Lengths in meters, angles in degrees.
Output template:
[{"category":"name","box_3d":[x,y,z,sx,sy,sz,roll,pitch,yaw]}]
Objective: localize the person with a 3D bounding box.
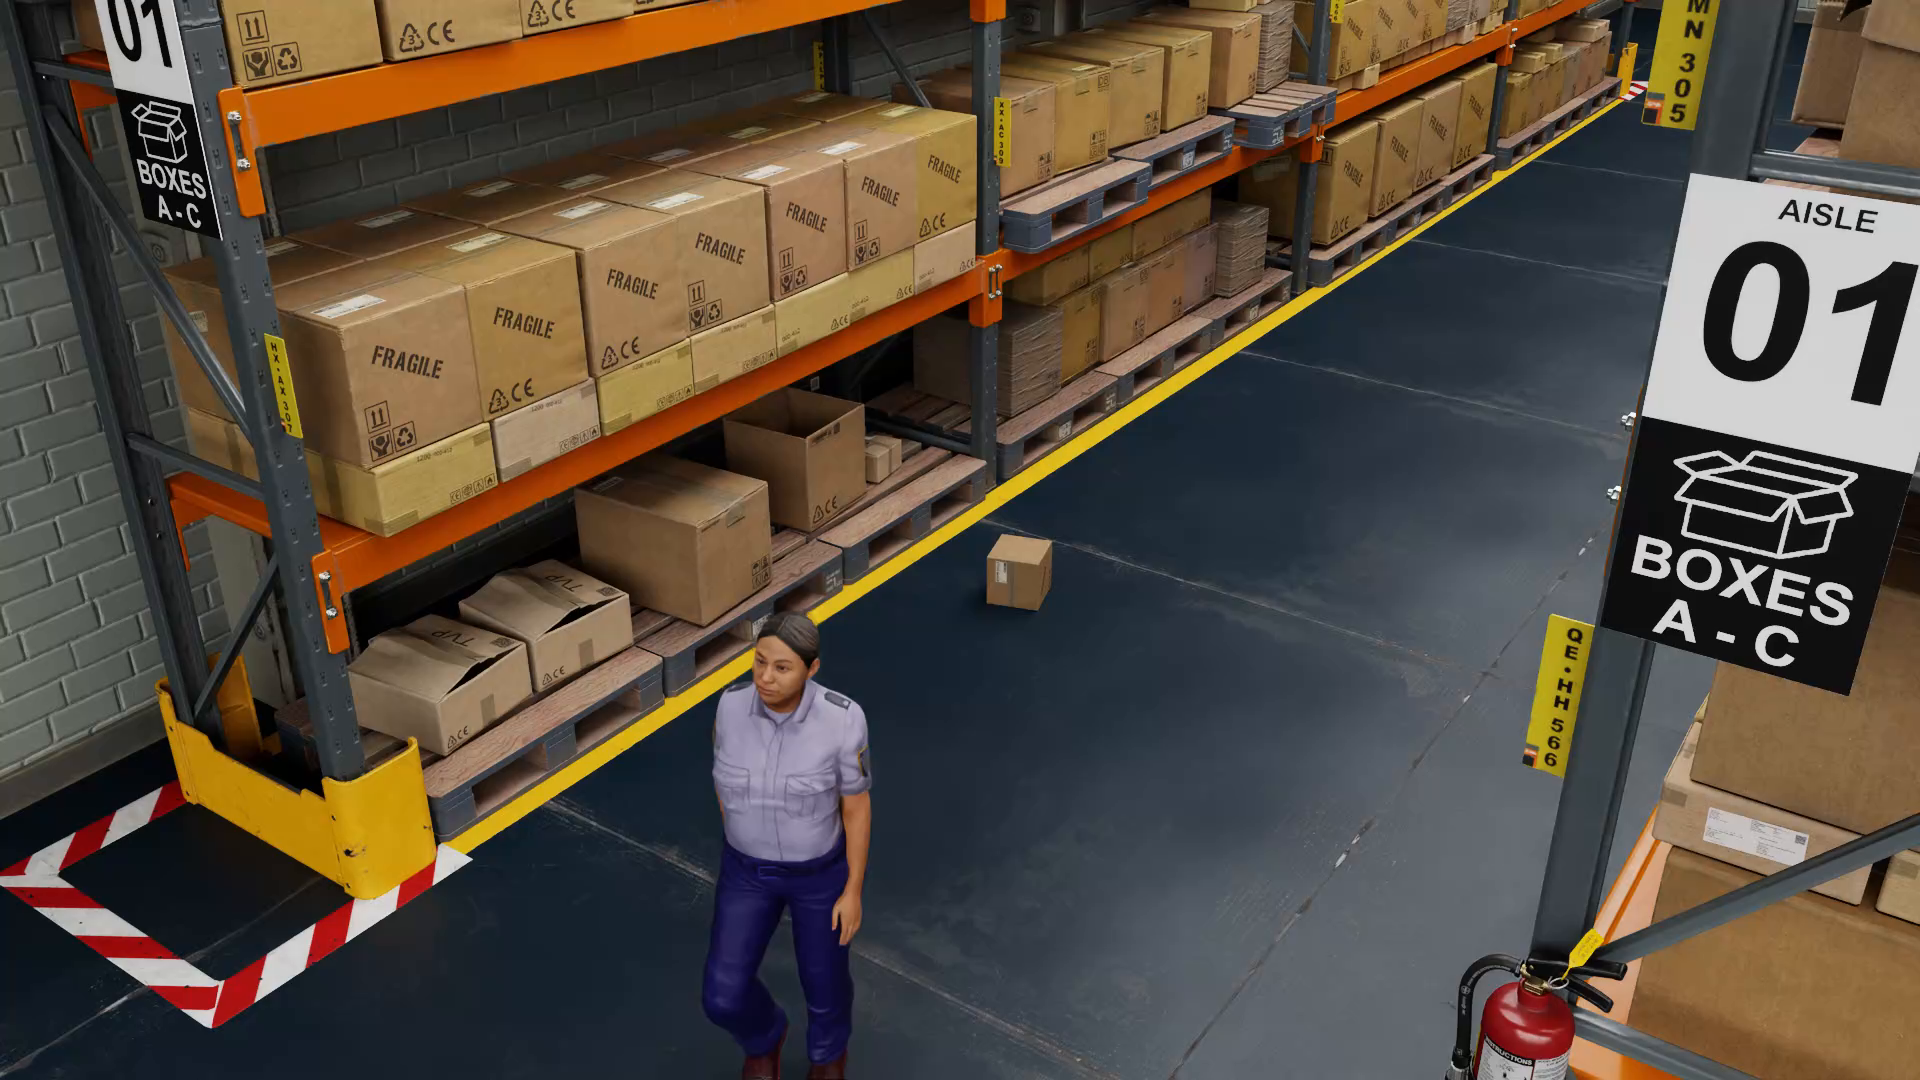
[{"category":"person","box_3d":[-0.485,0.930,4.684,0.475,1.566,0.438,5,28,10]}]
